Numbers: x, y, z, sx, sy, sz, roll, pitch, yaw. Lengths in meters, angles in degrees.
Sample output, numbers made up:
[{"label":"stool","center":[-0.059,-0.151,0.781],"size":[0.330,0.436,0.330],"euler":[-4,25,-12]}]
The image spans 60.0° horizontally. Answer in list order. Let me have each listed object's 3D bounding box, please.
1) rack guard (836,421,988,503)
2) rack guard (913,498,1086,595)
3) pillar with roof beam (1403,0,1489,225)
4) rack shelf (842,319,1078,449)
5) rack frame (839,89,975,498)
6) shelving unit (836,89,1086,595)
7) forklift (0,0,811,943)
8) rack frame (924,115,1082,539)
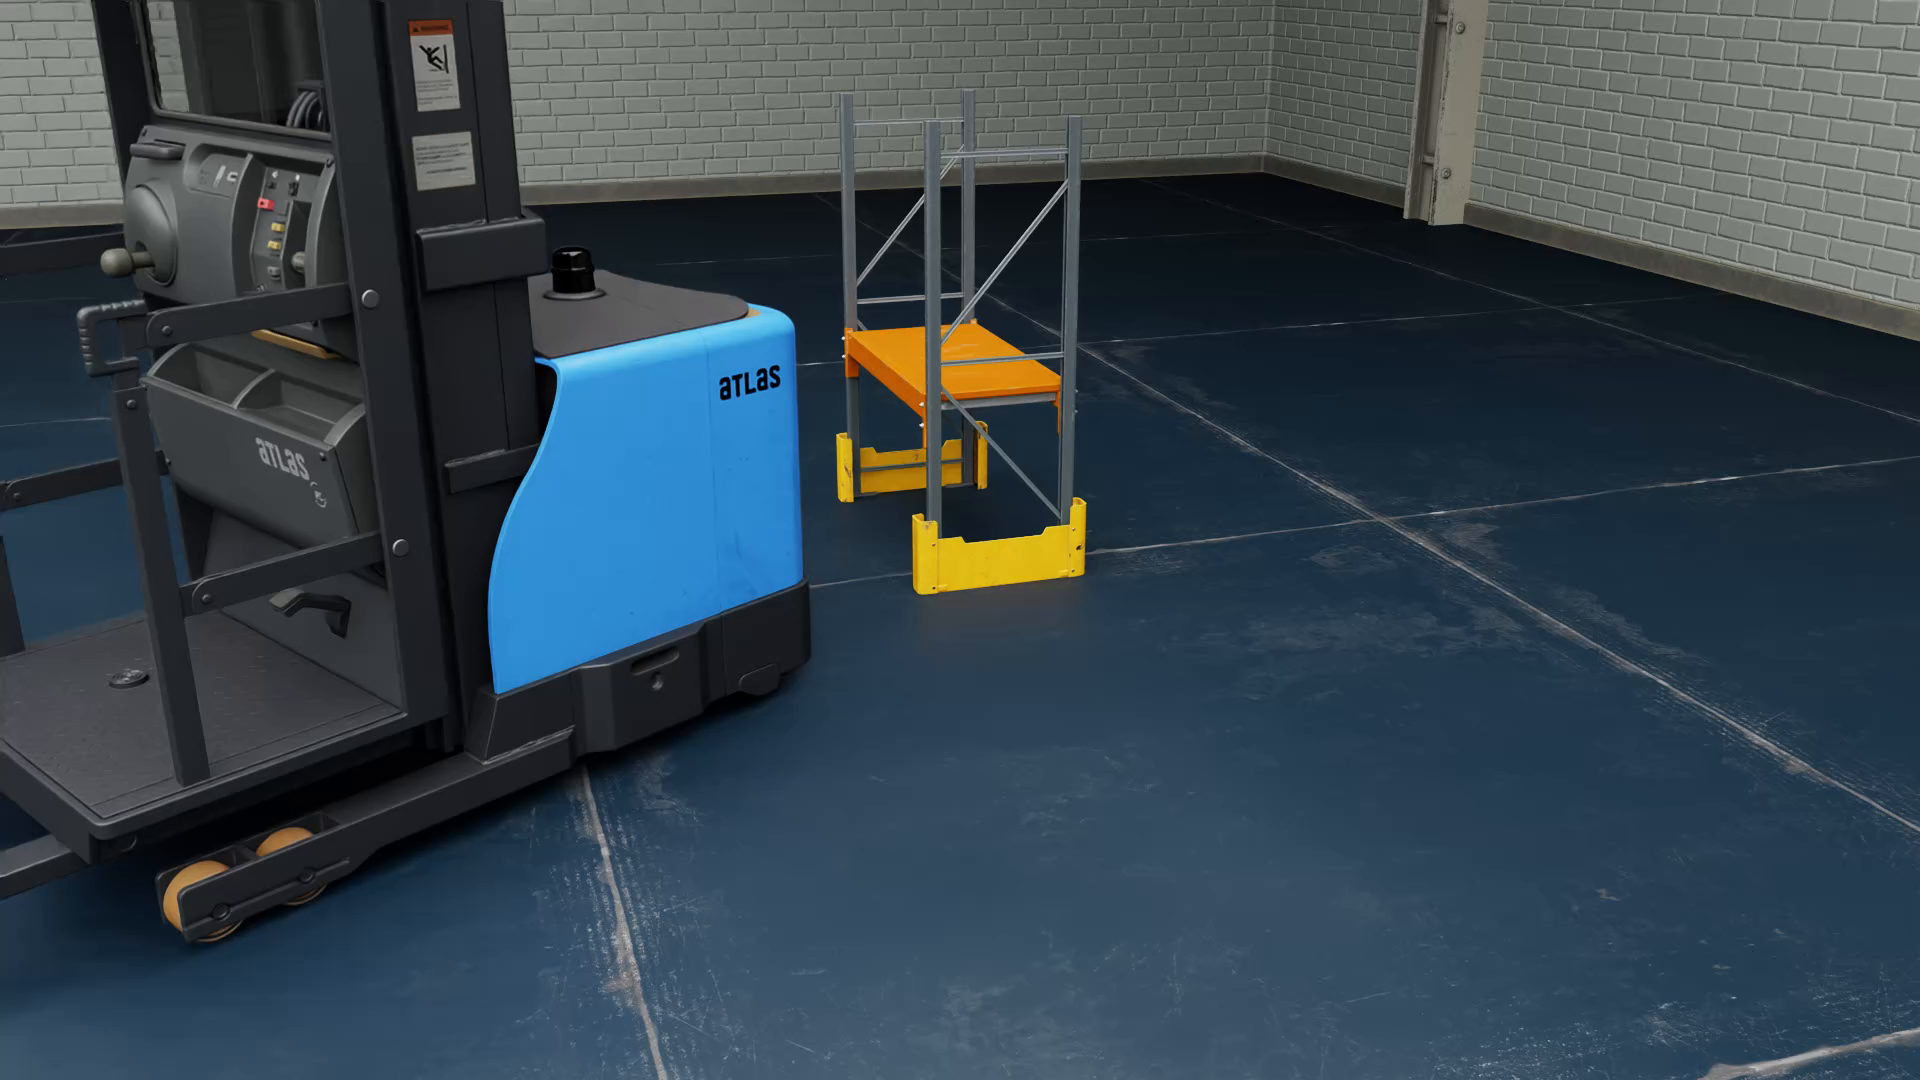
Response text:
[{"label":"rack guard","center":[-0.180,-0.302,6.387],"size":[0.587,0.250,0.087],"euler":[-6,21,-17]},{"label":"rack guard","center":[0.133,0.018,5.497],"size":[0.587,0.250,0.087],"euler":[-6,21,-17]},{"label":"pillar with roof beam","center":[-0.457,-6.223,9.929],"size":[9.100,9.000,0.400],"euler":[-6,21,-17]},{"label":"rack shelf","center":[-0.027,-0.564,5.800],"size":[0.538,0.185,1.000],"euler":[-6,21,-17]},{"label":"rack frame","center":[-0.187,-0.896,6.193],"size":[0.500,1.500,0.032],"euler":[-6,21,-17]},{"label":"shelving unit","center":[-0.024,-0.730,5.731],"size":[0.587,1.500,1.083],"euler":[-6,21,-17]},{"label":"forklift","center":[-1.785,-0.719,3.581],"size":[1.130,2.935,3.031],"euler":[17,26,39]},{"label":"rack frame","center":[0.133,-0.570,5.285],"size":[0.500,1.500,0.032],"euler":[-6,21,-17]}]
